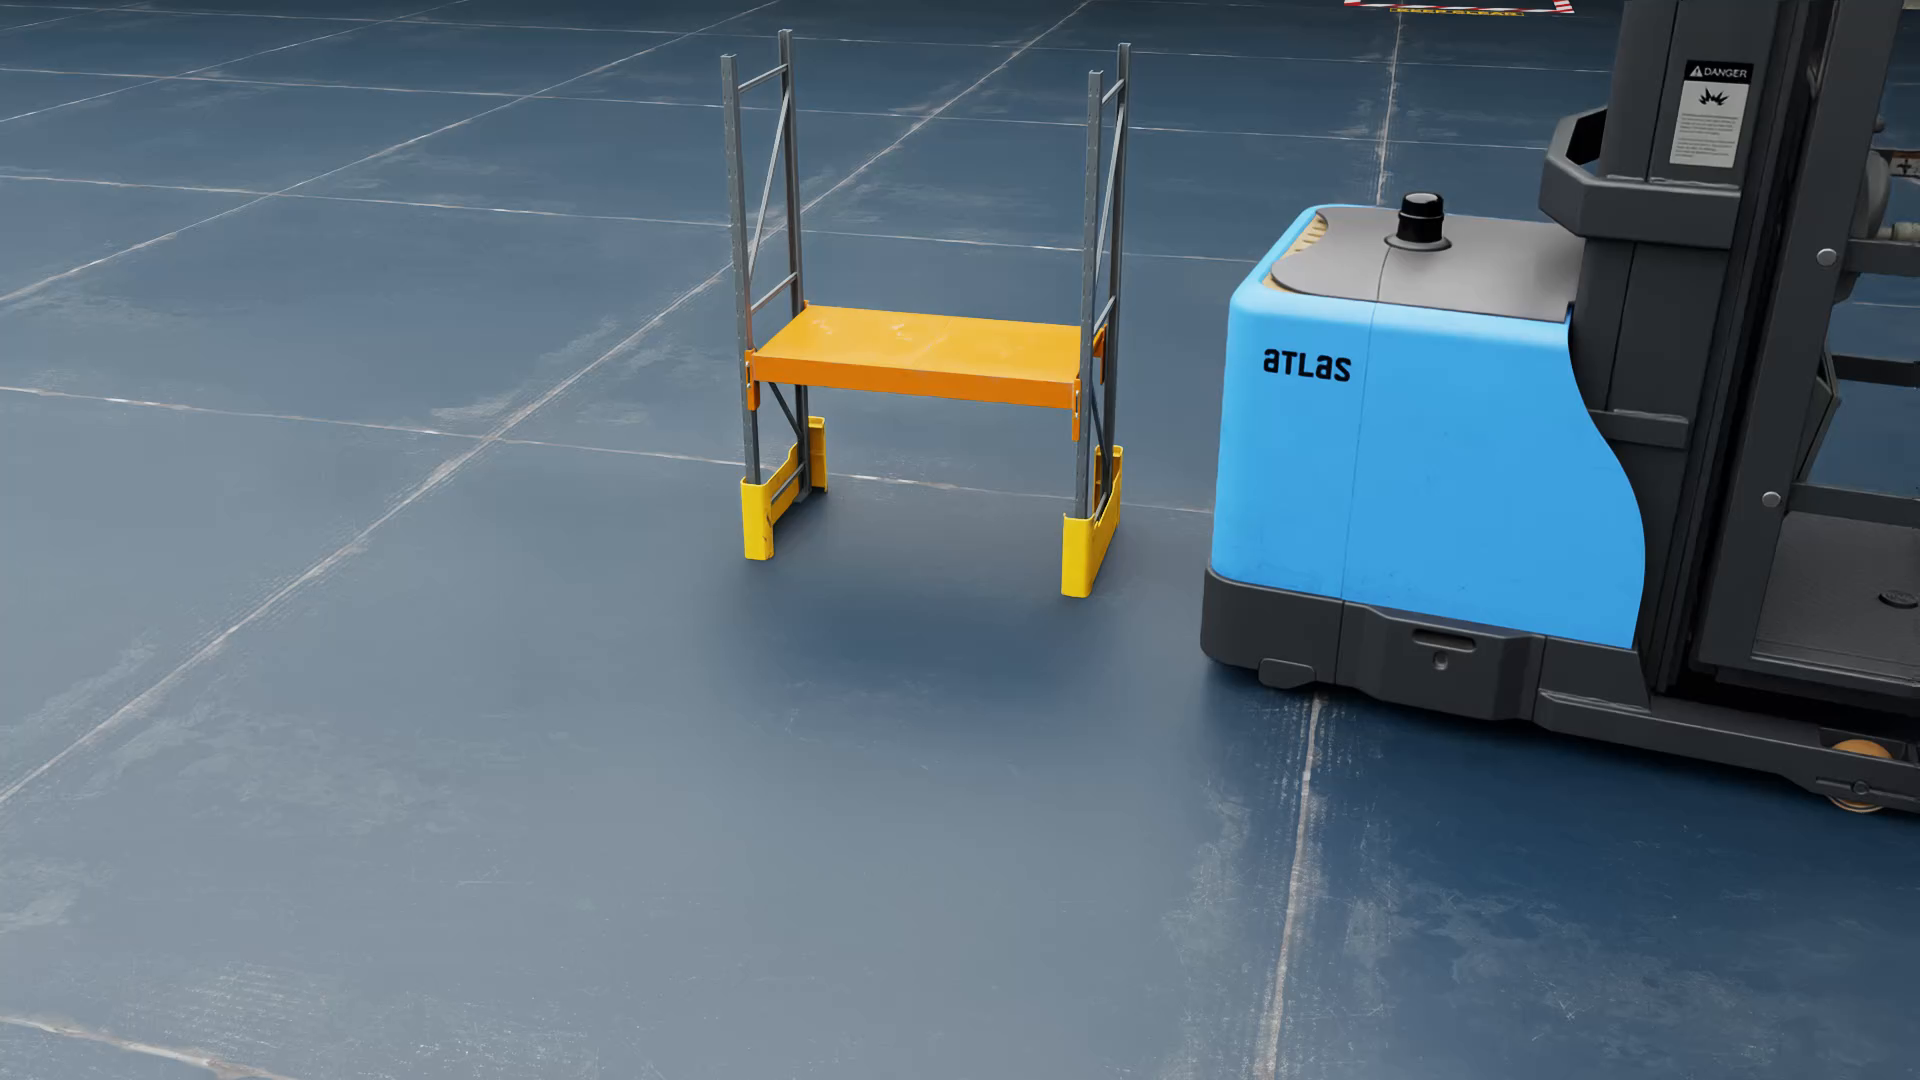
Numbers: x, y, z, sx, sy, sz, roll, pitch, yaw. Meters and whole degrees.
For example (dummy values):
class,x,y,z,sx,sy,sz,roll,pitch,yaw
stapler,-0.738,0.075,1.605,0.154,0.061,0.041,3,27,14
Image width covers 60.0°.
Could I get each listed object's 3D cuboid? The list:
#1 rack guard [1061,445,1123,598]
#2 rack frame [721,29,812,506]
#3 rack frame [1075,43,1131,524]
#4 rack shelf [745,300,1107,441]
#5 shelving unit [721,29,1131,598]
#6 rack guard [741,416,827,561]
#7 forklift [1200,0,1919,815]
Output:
class,x,y,z,sx,sy,sz,roll,pitch,yaw
rack guard,0.408,-0.068,5.101,0.087,0.250,0.587,6,26,13
rack frame,-0.575,-0.741,5.061,0.032,1.500,0.500,6,26,13
rack frame,0.410,-0.632,4.832,0.032,1.500,0.500,6,26,13
rack shelf,-0.083,-0.524,5.024,1.000,0.185,0.538,6,26,13
shelving unit,-0.074,-0.685,4.945,1.083,1.500,0.587,6,26,13
rack guard,-0.556,-0.174,5.325,0.087,0.250,0.587,6,26,13
forklift,2.216,-0.912,3.756,3.031,2.935,1.130,10,27,20
